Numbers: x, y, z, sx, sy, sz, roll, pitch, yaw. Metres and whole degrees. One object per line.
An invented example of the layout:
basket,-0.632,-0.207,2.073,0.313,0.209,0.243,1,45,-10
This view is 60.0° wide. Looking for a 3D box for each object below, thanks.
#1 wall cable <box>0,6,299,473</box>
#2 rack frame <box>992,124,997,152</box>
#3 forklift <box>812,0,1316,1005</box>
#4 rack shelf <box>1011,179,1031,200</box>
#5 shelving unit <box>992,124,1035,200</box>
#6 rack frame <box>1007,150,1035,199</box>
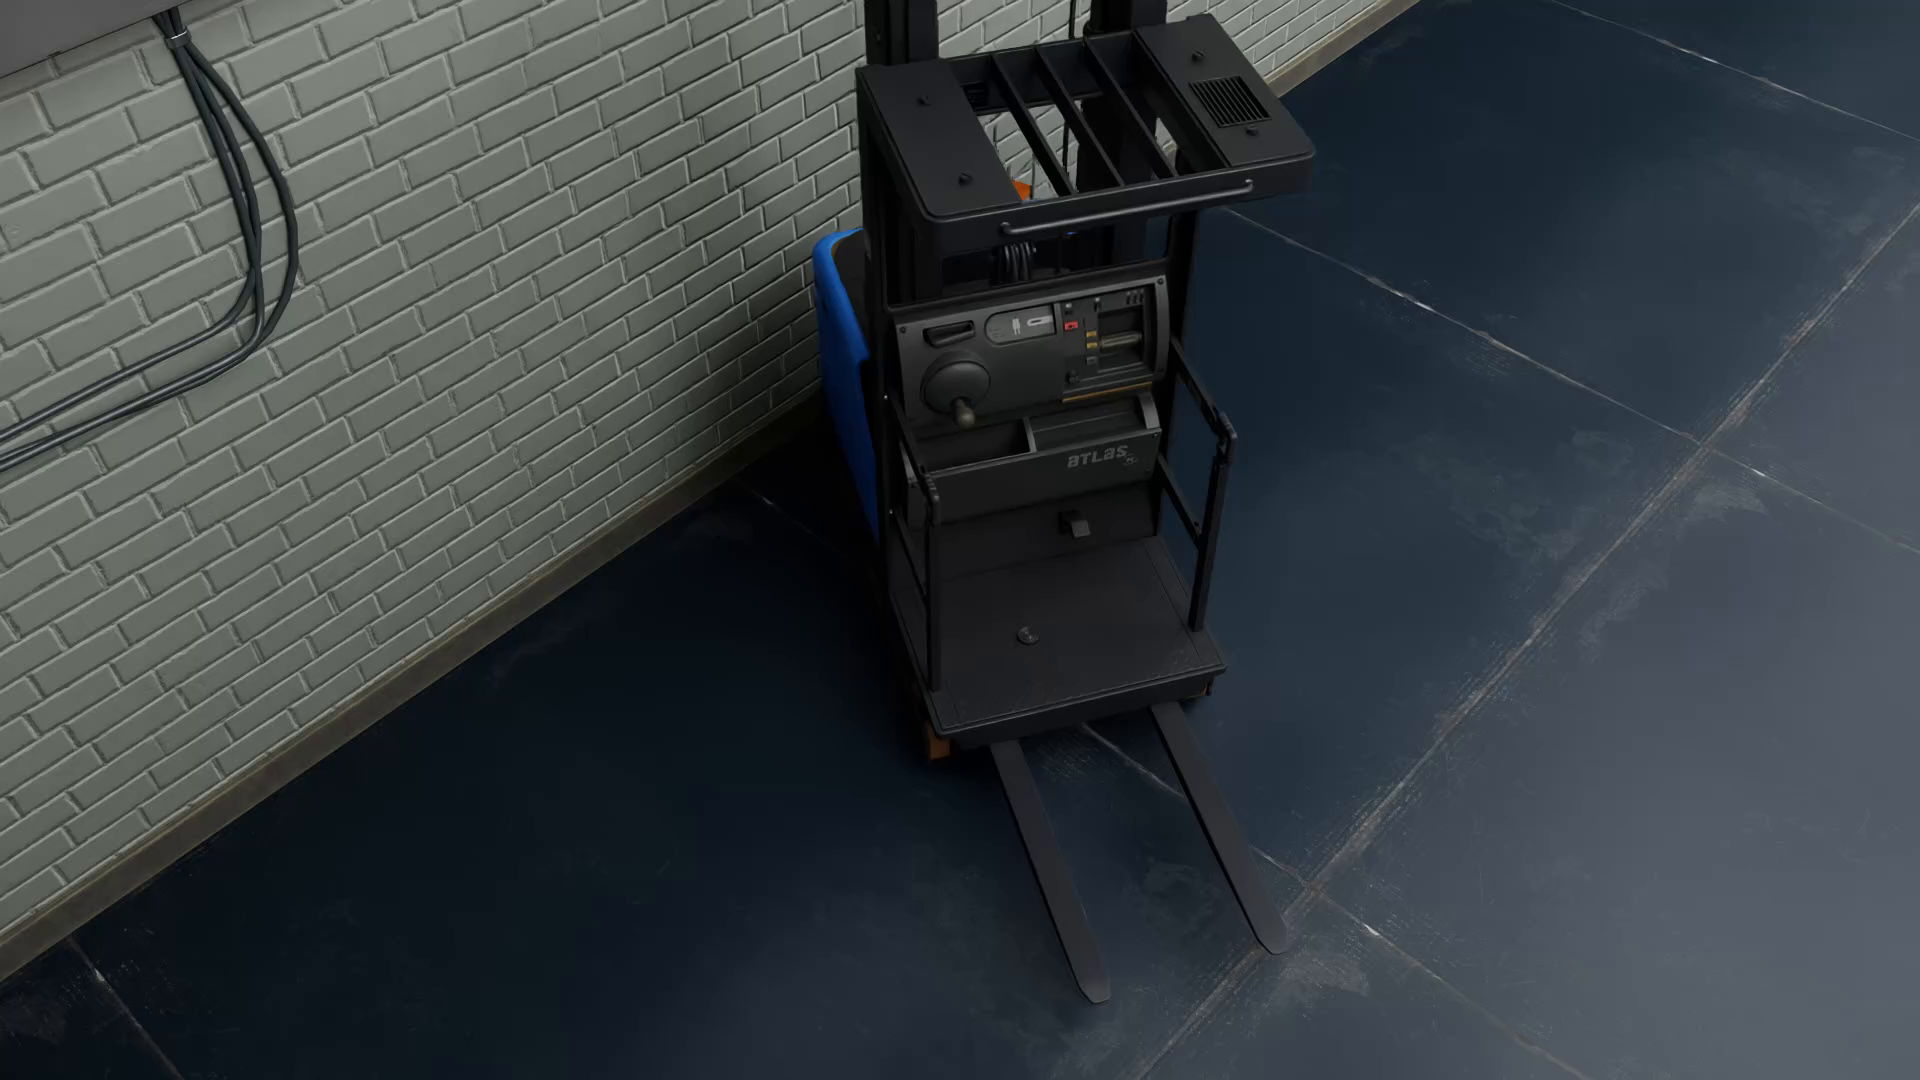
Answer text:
wall cable,-2.974,-0.696,3.469,0.112,2.526,3.097,34,55,28
rack frame,0.088,-1.218,7.179,0.006,1.200,0.240,22,51,20
forklift,0.309,-0.528,5.344,1.130,2.935,3.031,-12,48,-11
rack shelf,0.168,-1.401,6.918,0.180,0.103,0.258,22,51,20
shelving unit,0.168,-1.185,7.148,0.189,1.200,0.258,22,51,20
rack frame,0.247,-1.152,7.117,0.006,1.200,0.240,22,51,20
